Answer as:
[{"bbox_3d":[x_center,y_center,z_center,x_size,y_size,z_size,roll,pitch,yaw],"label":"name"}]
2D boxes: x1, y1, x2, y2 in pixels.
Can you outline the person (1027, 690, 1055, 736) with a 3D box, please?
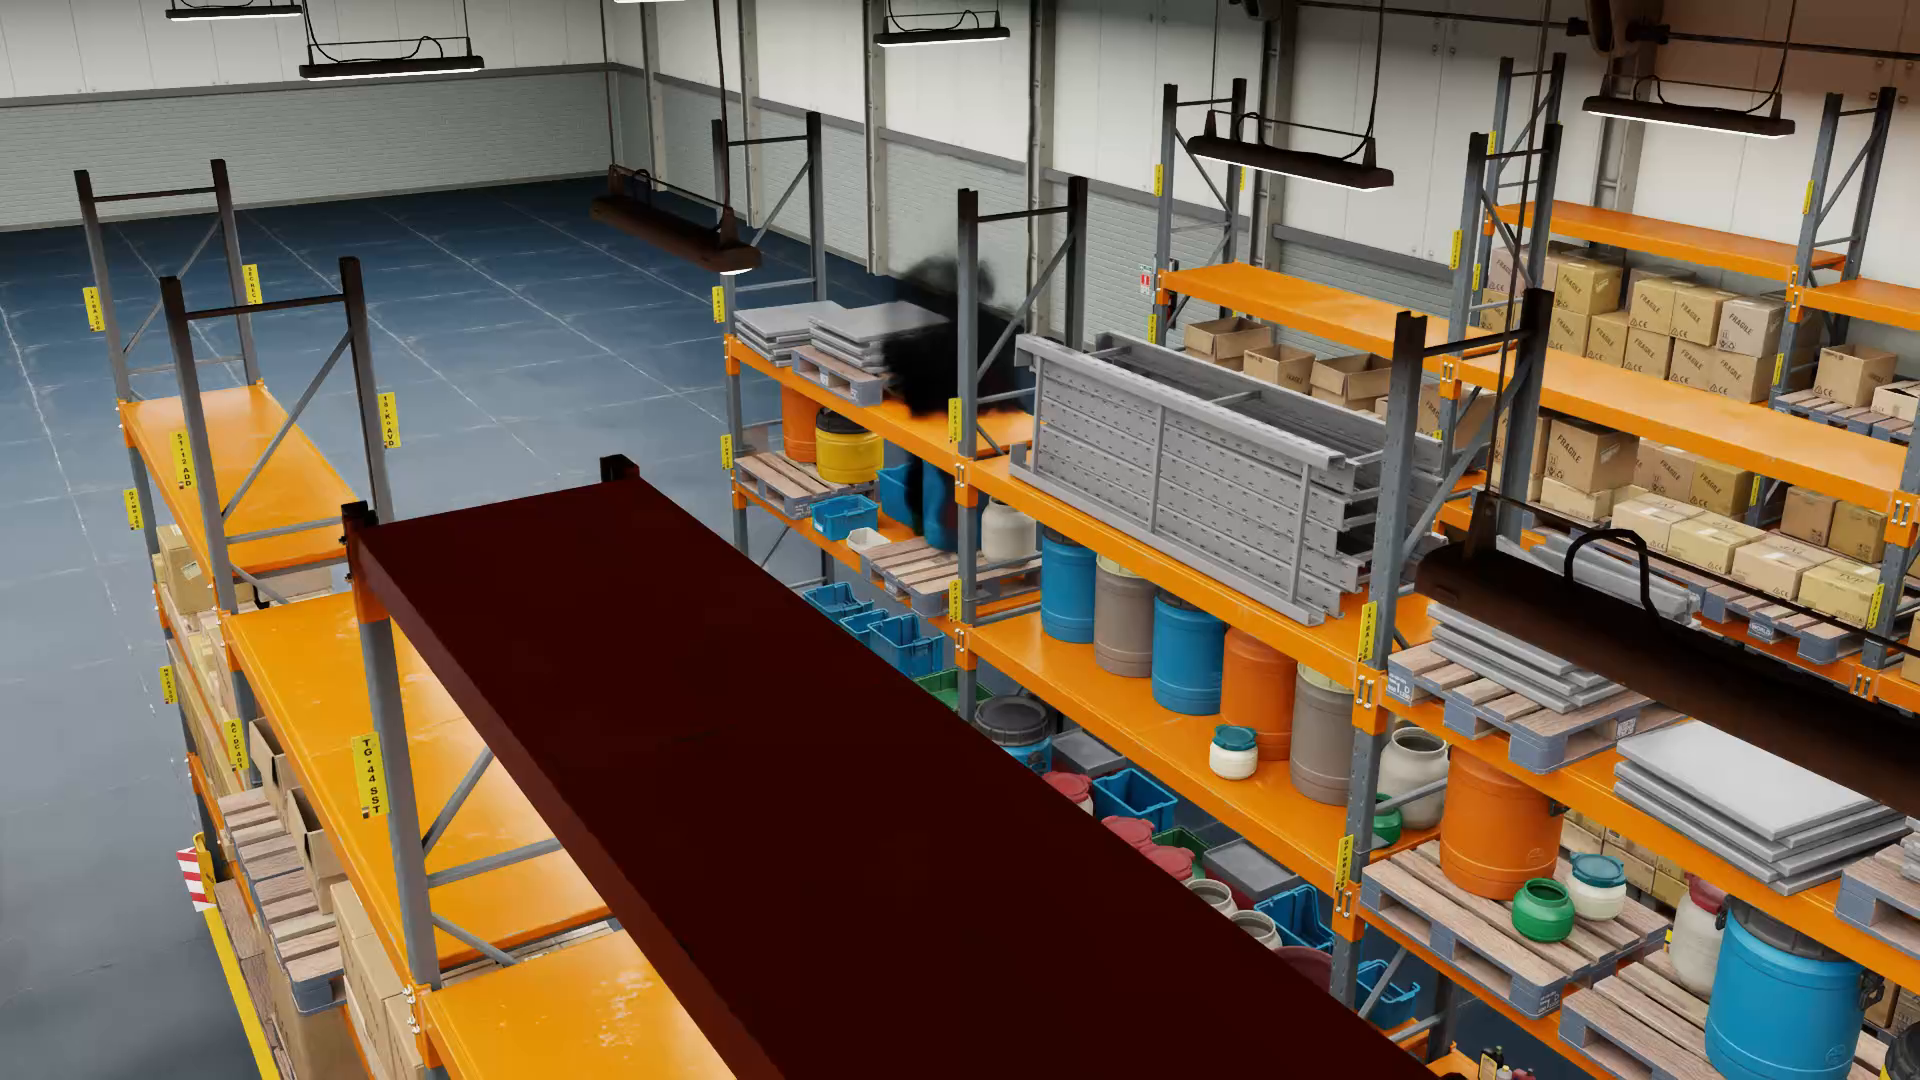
[{"bbox_3d":[0.808,1.453,15.462,0.575,1.657,0.909,-16,27,-35],"label":"person"}]
